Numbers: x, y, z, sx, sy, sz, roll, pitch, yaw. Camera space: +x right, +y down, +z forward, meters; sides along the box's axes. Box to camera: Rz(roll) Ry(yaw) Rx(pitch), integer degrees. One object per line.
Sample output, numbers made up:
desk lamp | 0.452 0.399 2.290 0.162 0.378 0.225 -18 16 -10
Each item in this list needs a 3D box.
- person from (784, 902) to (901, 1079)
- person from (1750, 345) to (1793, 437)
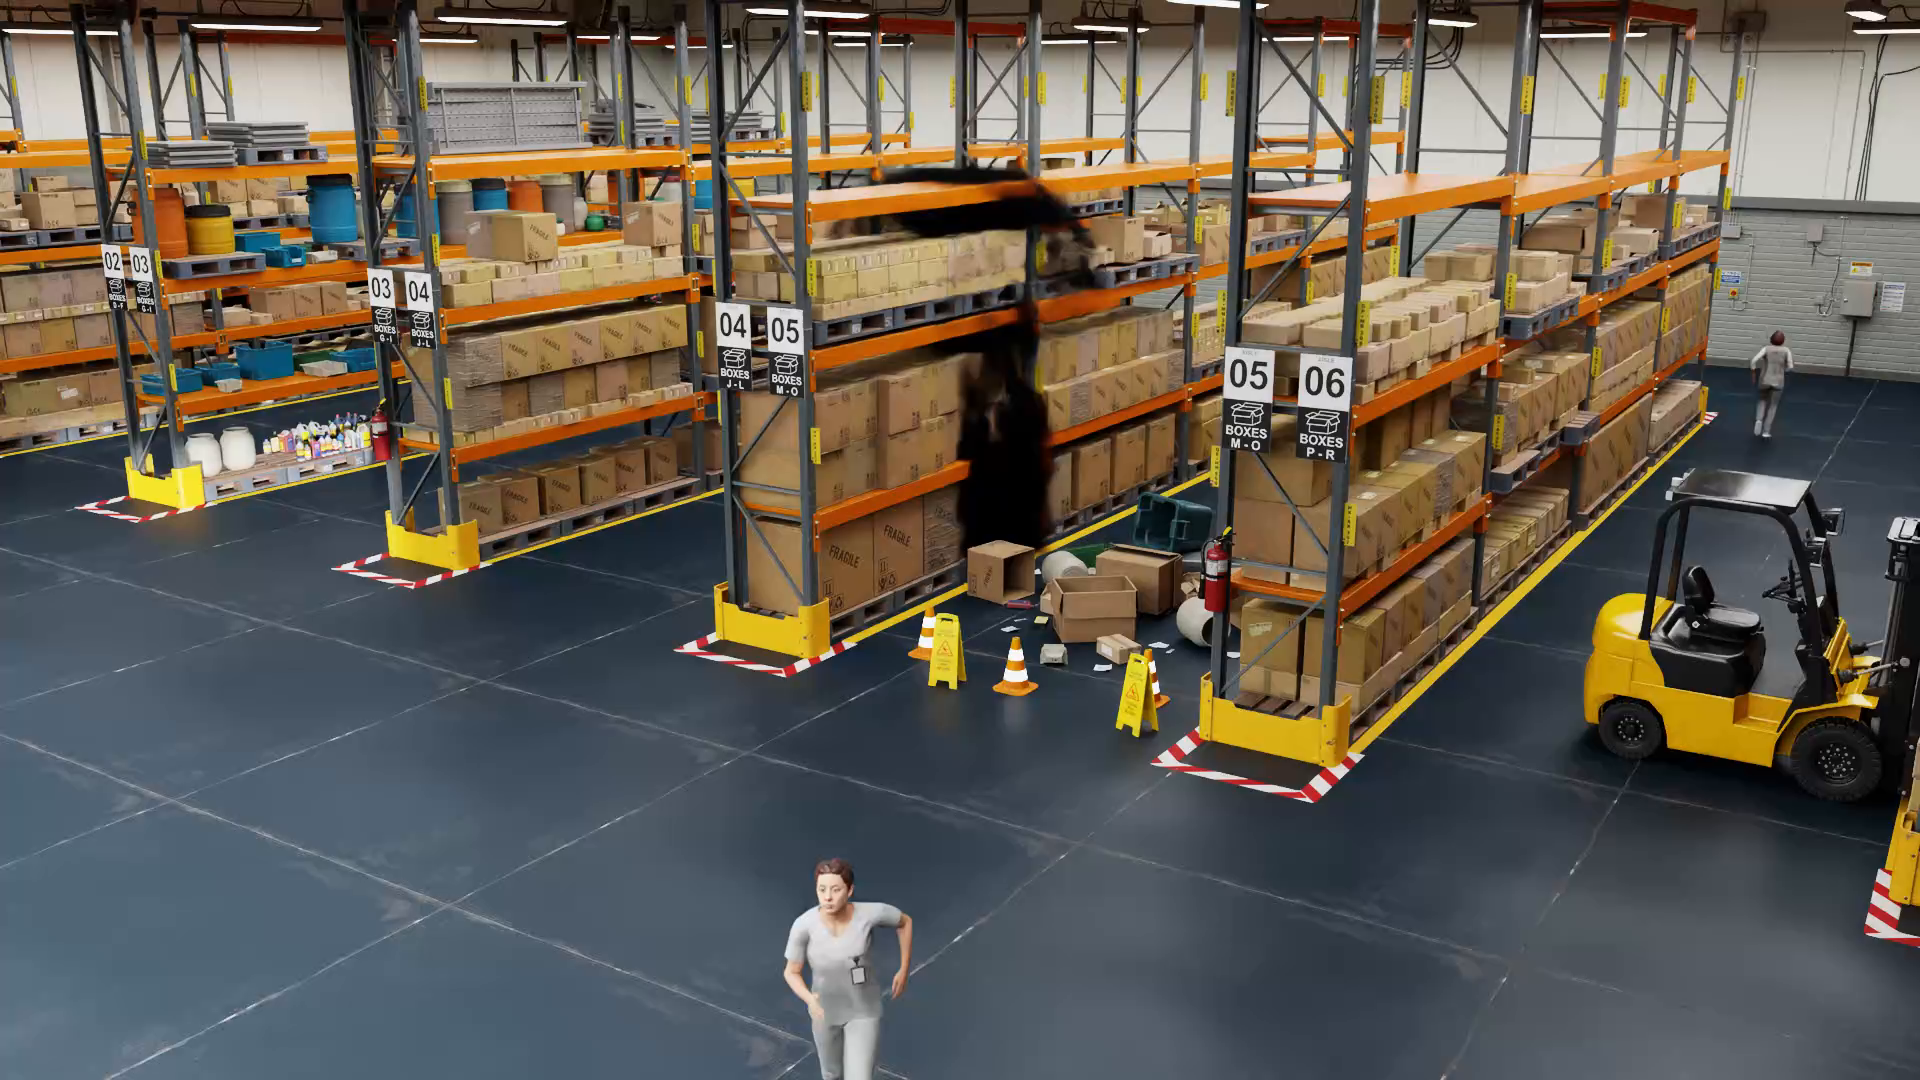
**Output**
person | -0.550 2.326 8.007 0.527 1.313 0.739 2 16 6
person | 11.944 -2.201 24.565 0.569 1.351 0.531 8 18 28
